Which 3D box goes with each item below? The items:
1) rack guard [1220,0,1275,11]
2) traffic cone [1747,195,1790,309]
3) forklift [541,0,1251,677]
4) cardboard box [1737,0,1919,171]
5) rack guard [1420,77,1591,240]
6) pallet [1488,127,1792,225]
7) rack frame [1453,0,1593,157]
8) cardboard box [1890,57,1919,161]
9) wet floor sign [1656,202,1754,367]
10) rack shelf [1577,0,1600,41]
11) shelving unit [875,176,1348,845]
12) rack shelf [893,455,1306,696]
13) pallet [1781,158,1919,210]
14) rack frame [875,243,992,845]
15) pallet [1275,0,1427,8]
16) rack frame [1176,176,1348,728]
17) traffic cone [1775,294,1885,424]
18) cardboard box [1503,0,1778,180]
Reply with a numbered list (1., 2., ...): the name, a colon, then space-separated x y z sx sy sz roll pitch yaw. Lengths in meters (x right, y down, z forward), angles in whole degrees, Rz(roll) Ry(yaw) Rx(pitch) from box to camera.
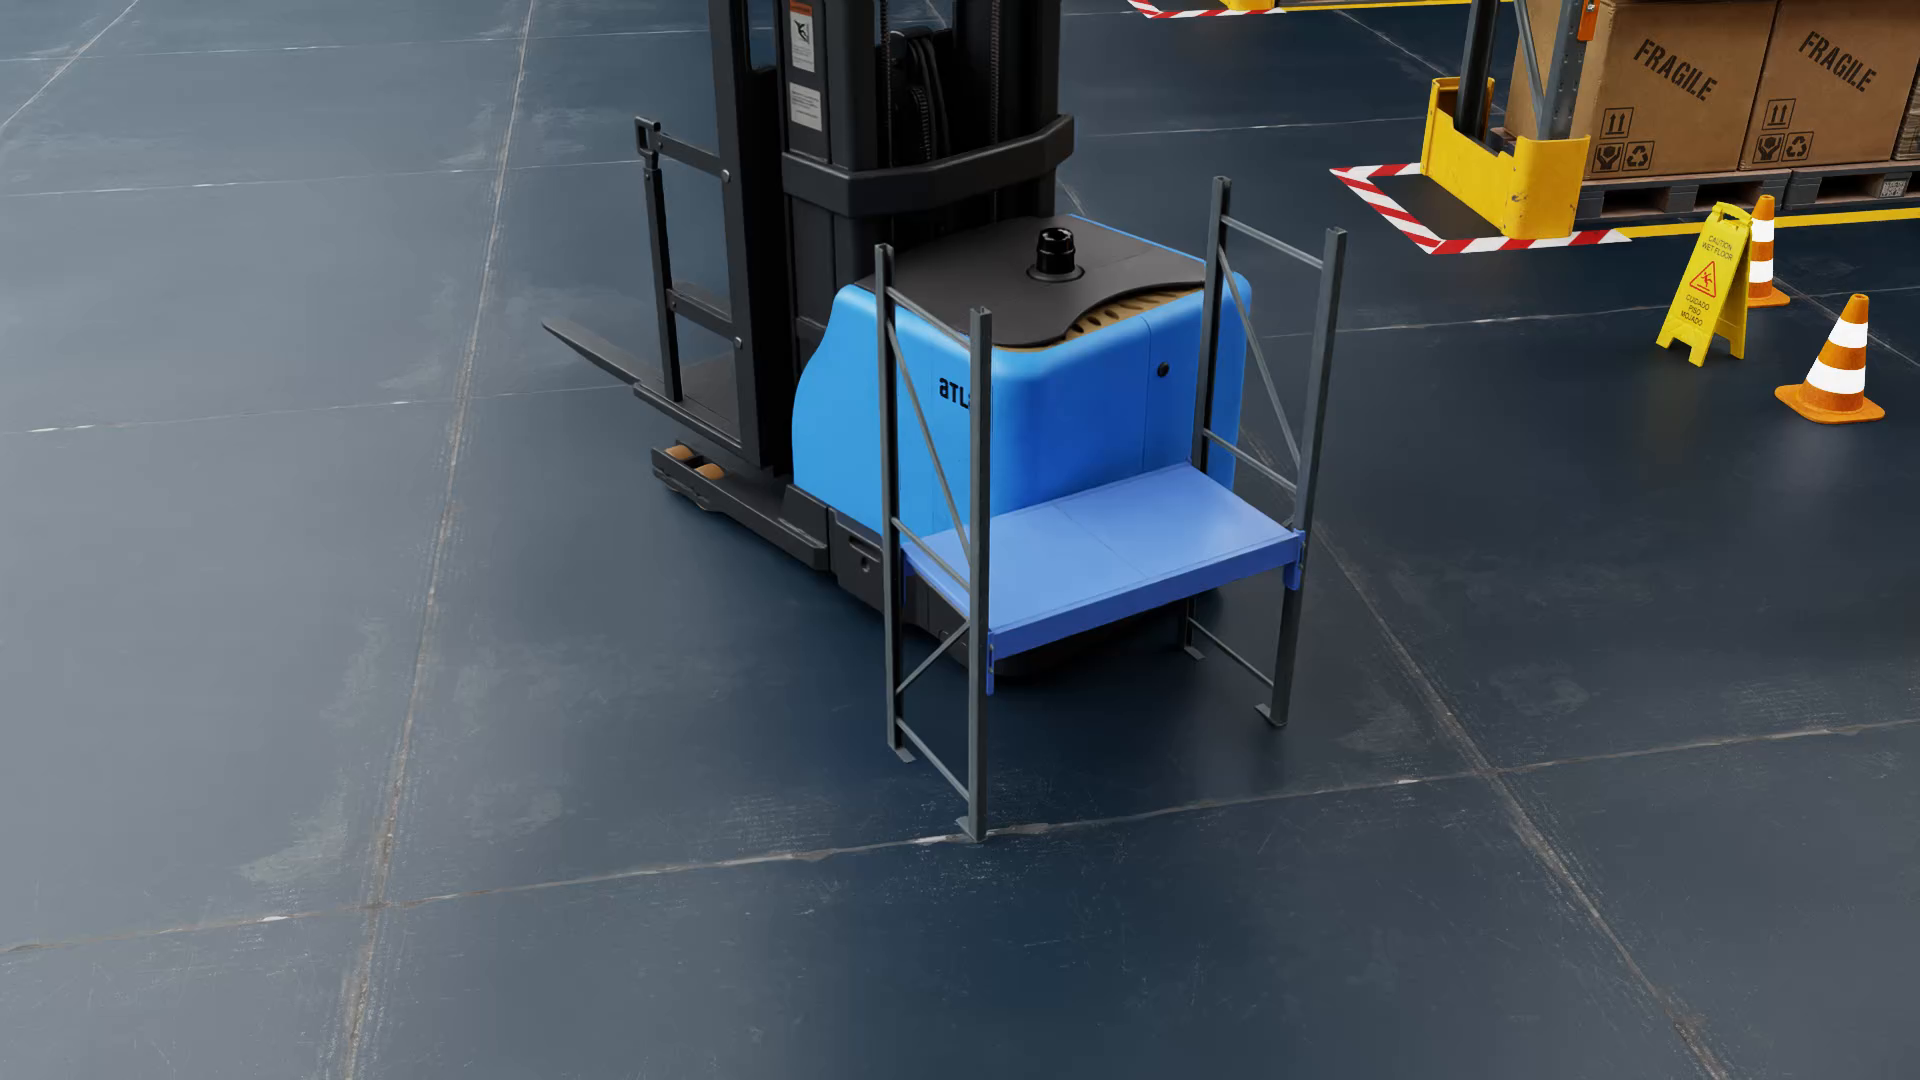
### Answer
1. rack guard: 2.120 -4.503 12.914 0.348 0.500 1.175 -5 31 -9
2. traffic cone: 3.617 -1.338 7.569 0.334 0.463 0.336 -5 31 -9
3. forklift: -0.467 -1.521 5.445 1.130 2.935 3.031 -25 38 -35
4. cardboard box: 4.360 -2.532 8.779 0.875 0.875 0.875 -6 31 -10
5. rack guard: 2.816 -2.011 8.677 0.348 0.500 1.175 -5 31 -9
6. pallet: 3.612 -2.001 8.945 1.213 0.211 1.003 -5 31 -9
7. rack frame: 2.839 -3.091 8.047 0.127 3.000 1.000 -5 31 -9
8. cardboard box: 5.257 -2.615 8.919 0.875 0.875 0.875 -5 31 -9
9. wet floor sign: 3.167 -1.086 6.961 0.232 0.644 0.267 -11 32 -17
10. rack shelf: 4.807 -2.963 8.540 4.000 0.370 1.077 -5 31 -9
11. shelving unit: 0.372 -0.085 4.415 1.048 1.500 0.538 -16 34 -26
12. rack shelf: 0.372 0.070 4.507 1.000 0.185 0.538 -16 34 -26
13. pallet: 4.809 -2.111 9.131 1.213 0.211 1.003 -5 31 -9
14. rack frame: -0.068 0.044 4.196 0.032 1.500 0.500 -16 34 -26
15. pallet: 2.926 -4.435 13.084 1.213 0.211 1.003 -5 31 -9
16. rack frame: 0.813 -0.214 4.635 0.032 1.500 0.500 -16 34 -26
17. traffic cone: 3.487 -0.744 6.558 0.334 0.463 0.336 -5 31 -9
18. cardboard box: 3.494 -2.451 8.641 0.875 0.875 0.875 -5 31 -9
